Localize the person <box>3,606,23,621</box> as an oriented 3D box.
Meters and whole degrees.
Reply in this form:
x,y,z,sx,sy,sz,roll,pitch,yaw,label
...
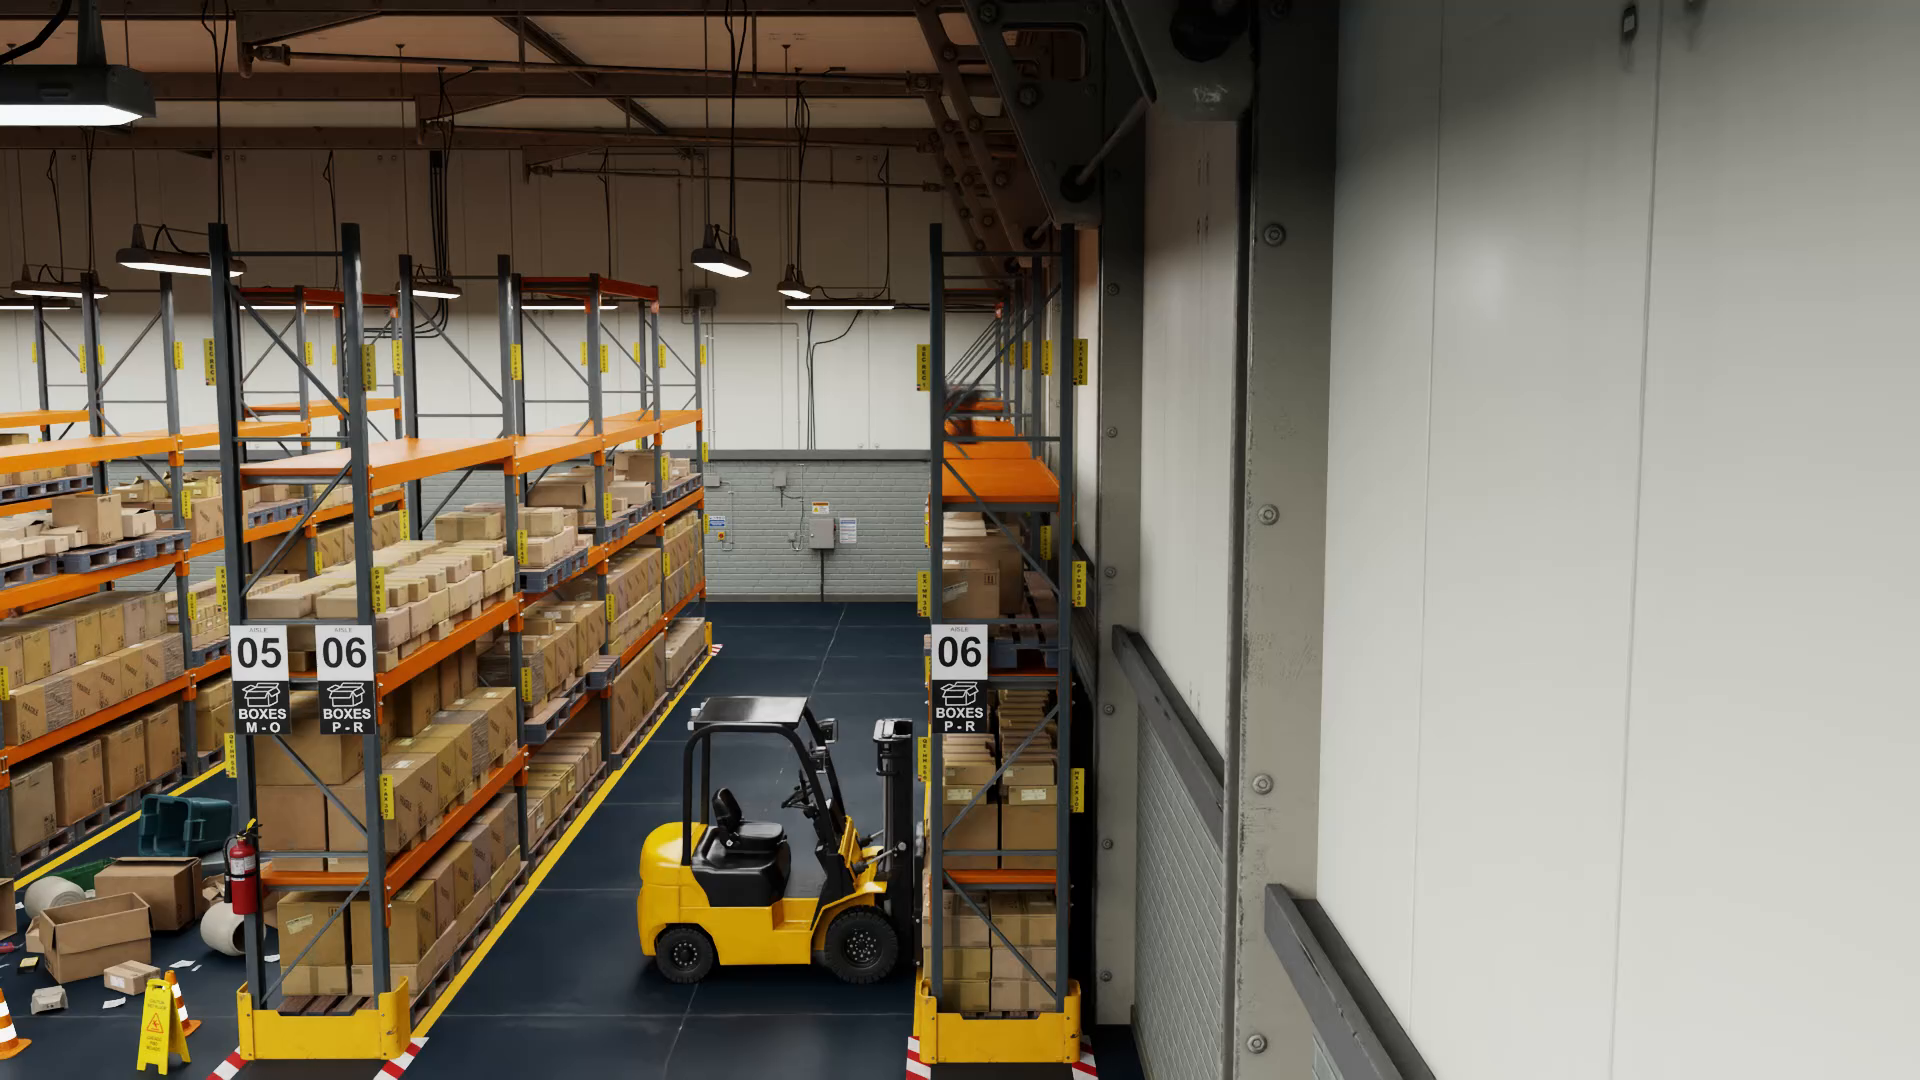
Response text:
x,y,z,sx,sy,sz,roll,pitch,yaw,label
-13.132,1.643,23.217,0.509,1.609,0.861,0,7,-2,person
